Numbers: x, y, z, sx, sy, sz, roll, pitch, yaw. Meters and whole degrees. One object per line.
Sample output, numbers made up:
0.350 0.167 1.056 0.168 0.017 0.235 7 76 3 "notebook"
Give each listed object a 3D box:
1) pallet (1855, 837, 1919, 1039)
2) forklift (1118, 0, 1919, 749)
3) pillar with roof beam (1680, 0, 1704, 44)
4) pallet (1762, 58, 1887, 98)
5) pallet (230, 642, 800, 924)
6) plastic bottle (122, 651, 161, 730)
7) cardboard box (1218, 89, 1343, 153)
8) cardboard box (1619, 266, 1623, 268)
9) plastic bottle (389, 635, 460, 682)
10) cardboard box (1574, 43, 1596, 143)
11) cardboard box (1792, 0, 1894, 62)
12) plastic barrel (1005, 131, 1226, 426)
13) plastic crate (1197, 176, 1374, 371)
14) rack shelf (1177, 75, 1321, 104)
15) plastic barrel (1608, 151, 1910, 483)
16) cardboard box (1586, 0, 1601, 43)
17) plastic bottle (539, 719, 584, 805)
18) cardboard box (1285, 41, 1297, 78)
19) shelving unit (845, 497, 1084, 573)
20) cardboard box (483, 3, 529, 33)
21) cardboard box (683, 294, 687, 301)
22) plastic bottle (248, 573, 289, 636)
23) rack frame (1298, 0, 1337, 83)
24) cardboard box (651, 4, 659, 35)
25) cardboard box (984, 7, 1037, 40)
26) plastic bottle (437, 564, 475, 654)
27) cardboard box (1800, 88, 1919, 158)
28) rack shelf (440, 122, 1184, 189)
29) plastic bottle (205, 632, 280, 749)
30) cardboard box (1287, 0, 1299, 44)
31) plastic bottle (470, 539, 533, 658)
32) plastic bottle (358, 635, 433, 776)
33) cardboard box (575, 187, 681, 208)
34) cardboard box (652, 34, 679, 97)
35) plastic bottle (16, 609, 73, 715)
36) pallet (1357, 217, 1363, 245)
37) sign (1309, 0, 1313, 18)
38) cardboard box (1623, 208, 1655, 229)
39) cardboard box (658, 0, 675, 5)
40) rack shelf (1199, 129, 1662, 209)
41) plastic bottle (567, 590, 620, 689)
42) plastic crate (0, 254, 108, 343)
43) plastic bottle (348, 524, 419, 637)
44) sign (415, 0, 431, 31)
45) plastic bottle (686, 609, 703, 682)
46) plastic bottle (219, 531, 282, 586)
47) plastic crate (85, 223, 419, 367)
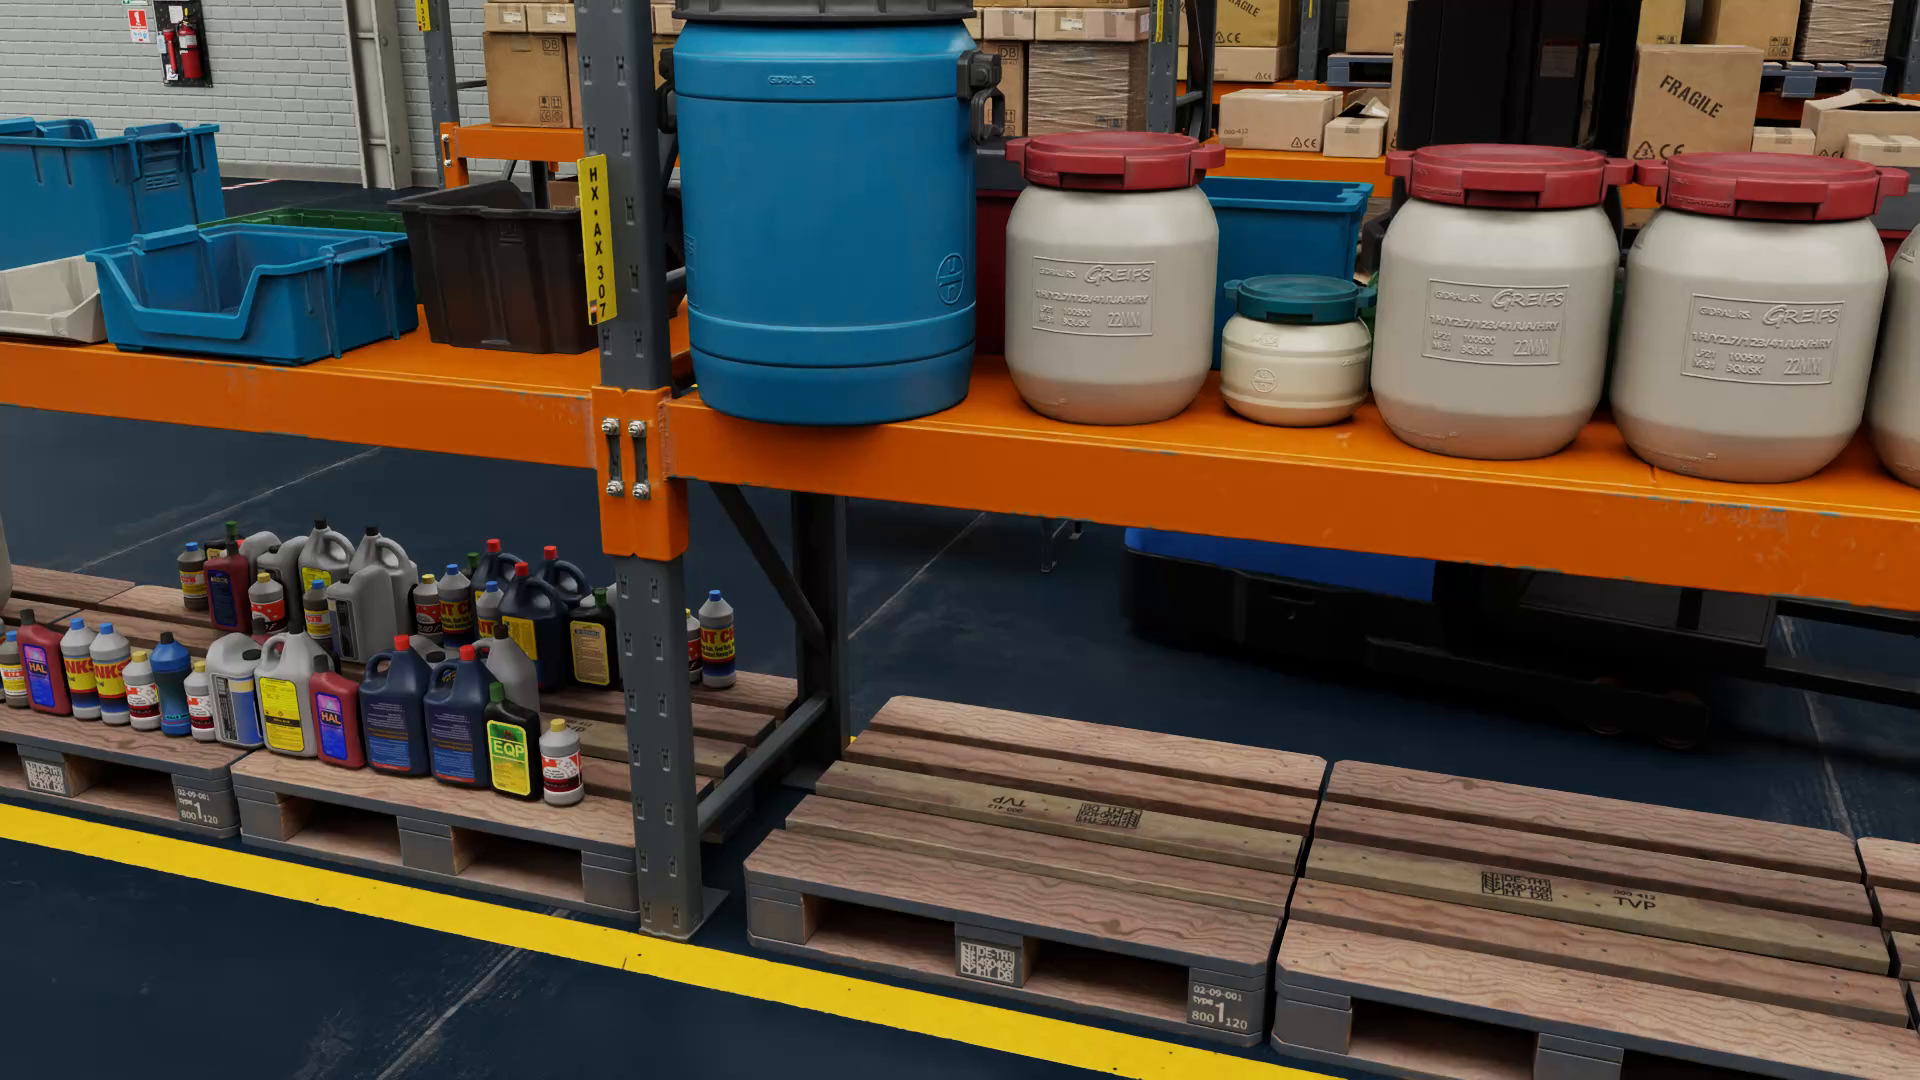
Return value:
2.529 1.017 3.337 1.213 0.211 1.003 7 20 18 "pallet"
2.084 -0.977 4.927 3.031 2.935 1.130 10 22 27 "forklift"
4.142 -5.188 7.788 0.400 9.000 9.100 7 20 18 "pillar with roof beam"
5.791 -3.237 11.598 1.003 0.211 1.213 7 20 18 "pallet"
-1.151 0.595 4.547 1.213 0.211 1.003 7 20 18 "pallet"
-2.187 0.397 4.463 0.097 0.201 0.097 0 19 0 "plastic bottle"
1.578 -2.065 8.171 0.500 0.250 0.500 8 21 21 "cardboard box"
3.013 -1.221 8.210 0.500 0.311 0.500 6 20 17 "cardboard box"
-1.390 0.393 4.361 0.135 0.276 0.152 7 20 18 "plastic bottle"
2.789 -2.024 7.673 0.500 0.500 0.500 7 20 18 "cardboard box"
6.052 -3.587 11.488 0.500 0.500 0.700 4 20 12 "cardboard box"
0.301 -0.528 3.329 0.433 0.535 0.433 0 19 0 "plastic barrel"
0.614 -0.606 3.781 0.575 0.384 0.392 7 20 18 "plastic crate"
0.831 -3.593 13.418 4.000 0.370 1.077 7 20 18 "rack shelf"
1.403 -0.403 2.967 0.433 0.535 0.433 0 19 0 "plastic barrel"
4.348 -3.782 12.047 0.500 0.500 0.700 10 21 26 "cardboard box"
-0.975 0.535 4.066 0.097 0.201 0.097 0 19 0 "plastic bottle"
2.347 -3.772 13.038 0.500 0.250 0.500 7 20 19 "cardboard box"
-0.081 -0.717 6.356 1.048 1.500 0.538 7 20 18 "shelving unit"
-2.380 -2.852 9.063 0.250 0.149 0.380 6 20 18 "cardboard box"
-1.301 -1.273 9.212 0.500 0.250 0.500 7 20 18 "cardboard box"
-2.093 0.199 5.030 0.097 0.201 0.097 0 19 0 "plastic bottle"
2.721 -3.716 12.680 0.127 3.000 1.000 7 20 18 "rack frame"
-1.657 -2.769 8.825 0.250 0.149 0.380 6 20 17 "cardboard box"
0.290 -2.547 8.188 0.250 0.149 0.380 6 20 16 "cardboard box"
-1.486 0.204 4.911 0.097 0.271 0.097 0 19 0 "plastic bottle"
4.096 -1.858 7.485 0.500 0.311 0.500 6 20 17 "cardboard box"
-0.791 -2.052 8.999 4.000 0.370 1.077 7 20 18 "rack shelf"
-1.872 0.388 4.375 0.135 0.276 0.152 7 20 19 "plastic bottle"
2.345 -4.125 12.910 0.500 0.500 0.500 6 20 17 "cardboard box"
-1.335 0.171 4.886 0.185 0.351 0.144 6 20 16 "plastic bottle"
-1.415 0.407 4.209 0.185 0.351 0.144 5 20 15 "plastic bottle"
-1.773 -1.681 9.242 0.500 0.500 0.500 7 20 18 "cardboard box"
-1.278 -2.490 9.010 0.500 0.500 0.700 7 20 18 "cardboard box"
-2.491 0.330 4.531 0.133 0.283 0.061 7 20 19 "plastic bottle"
3.457 -2.316 12.899 1.213 0.211 1.003 7 20 18 "pallet"
2.550 -3.955 12.051 0.005 0.325 0.100 7 20 18 "sign"
4.875 -2.510 12.348 0.500 0.500 0.700 6 20 18 "cardboard box"
-1.218 -3.098 8.784 0.500 0.500 0.700 7 20 18 "cardboard box"
2.988 -1.620 7.759 4.000 0.370 1.077 7 20 18 "rack shelf"
-1.036 0.275 4.688 0.133 0.283 0.061 7 20 18 "plastic bottle"
-2.147 -0.608 4.164 0.437 0.136 0.530 7 20 18 "plastic crate"
-1.737 0.125 5.017 0.185 0.351 0.144 6 20 18 "plastic bottle"
-2.868 -2.882 8.851 0.005 0.325 0.100 7 20 18 "sign"
-0.784 0.296 4.753 0.097 0.201 0.097 0 19 0 "plastic bottle"
-2.201 0.108 5.178 0.135 0.276 0.152 7 20 18 "plastic bottle"
-1.665 -0.601 3.968 0.616 0.251 0.499 7 20 18 "plastic crate"
